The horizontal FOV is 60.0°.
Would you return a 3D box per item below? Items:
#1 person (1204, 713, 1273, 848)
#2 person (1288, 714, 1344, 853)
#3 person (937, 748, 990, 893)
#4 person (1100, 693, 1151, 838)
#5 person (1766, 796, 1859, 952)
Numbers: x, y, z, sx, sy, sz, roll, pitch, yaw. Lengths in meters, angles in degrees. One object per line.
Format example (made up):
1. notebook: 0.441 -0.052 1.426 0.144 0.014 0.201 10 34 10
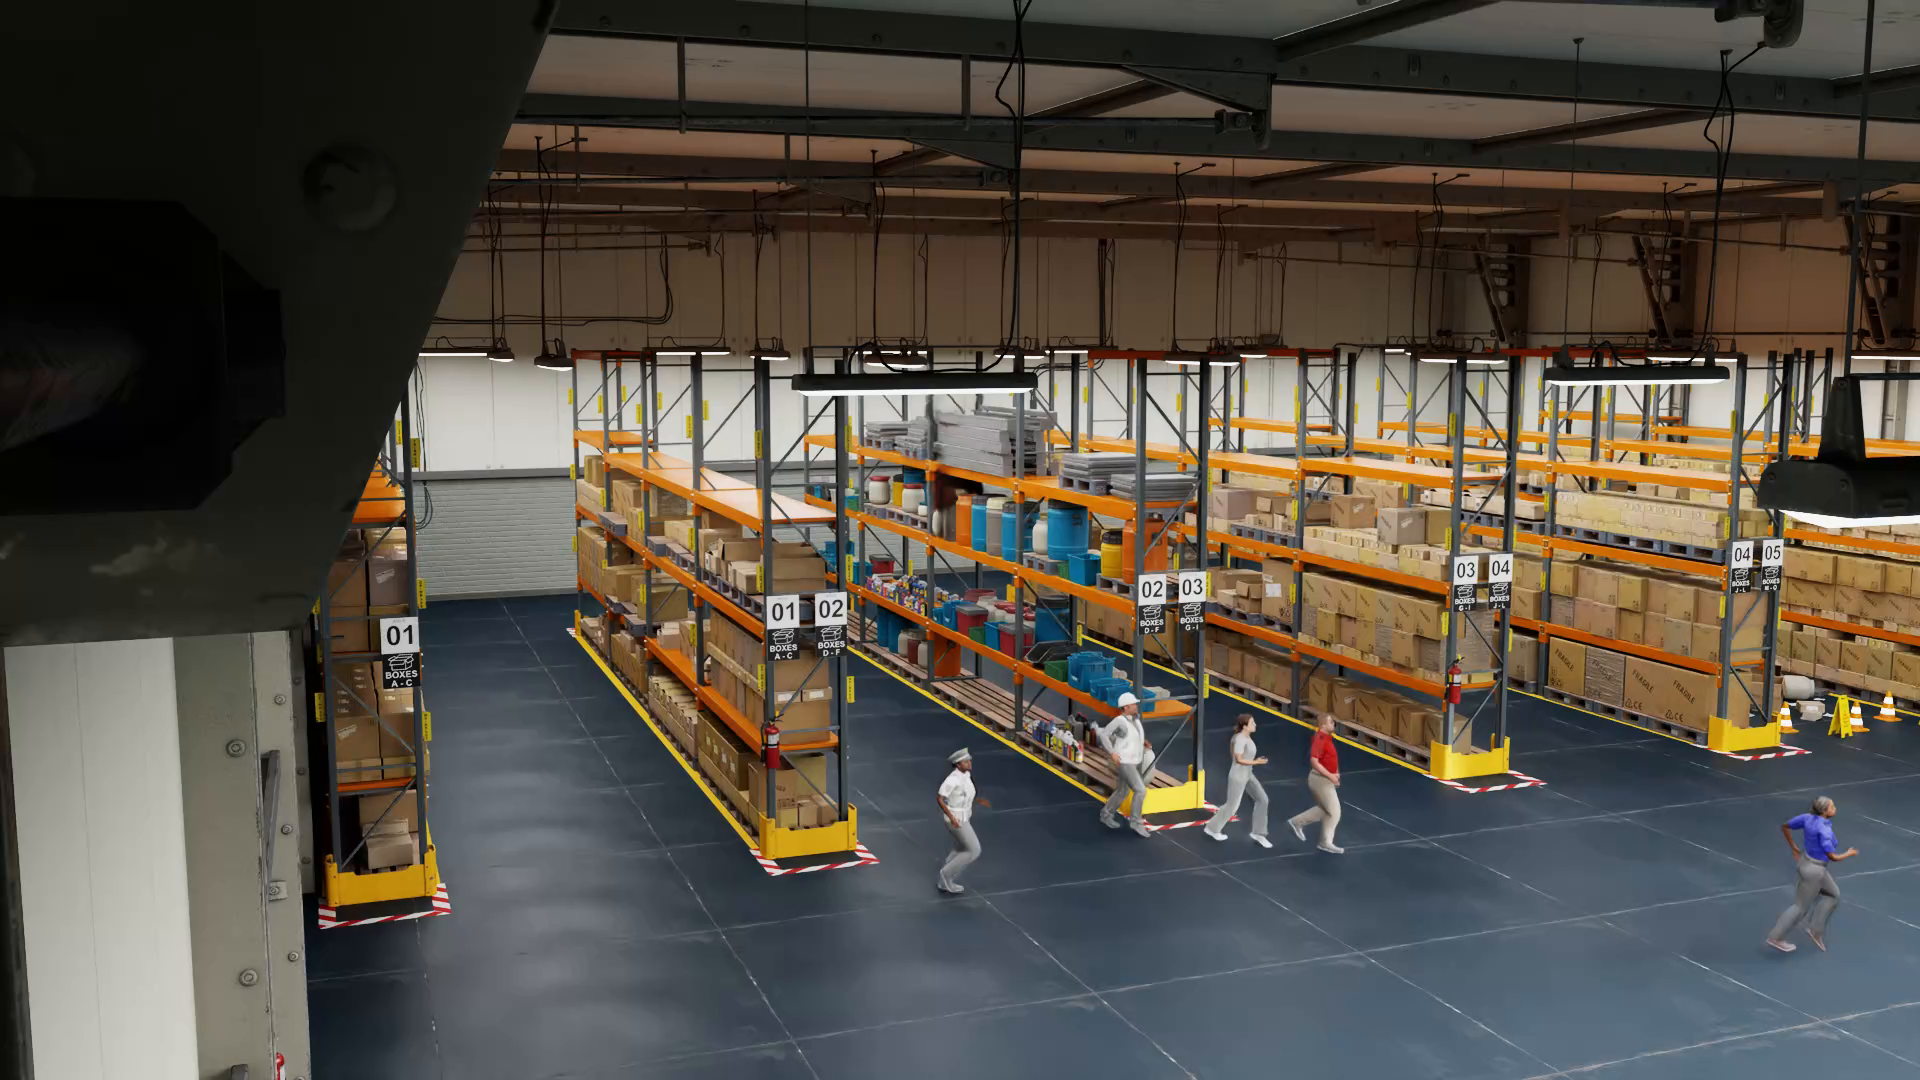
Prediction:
1. person: 3.446 2.964 20.549 0.841 1.694 0.589 3 8 24
2. person: 4.394 2.977 20.385 0.661 1.710 0.689 1 7 10
3. person: 0.044 3.168 18.849 0.582 1.663 0.560 1 7 12
4. person: 2.133 2.824 21.111 0.740 1.789 0.643 4 8 28
5. person: 8.695 3.411 16.987 0.862 1.666 0.582 1 7 9
